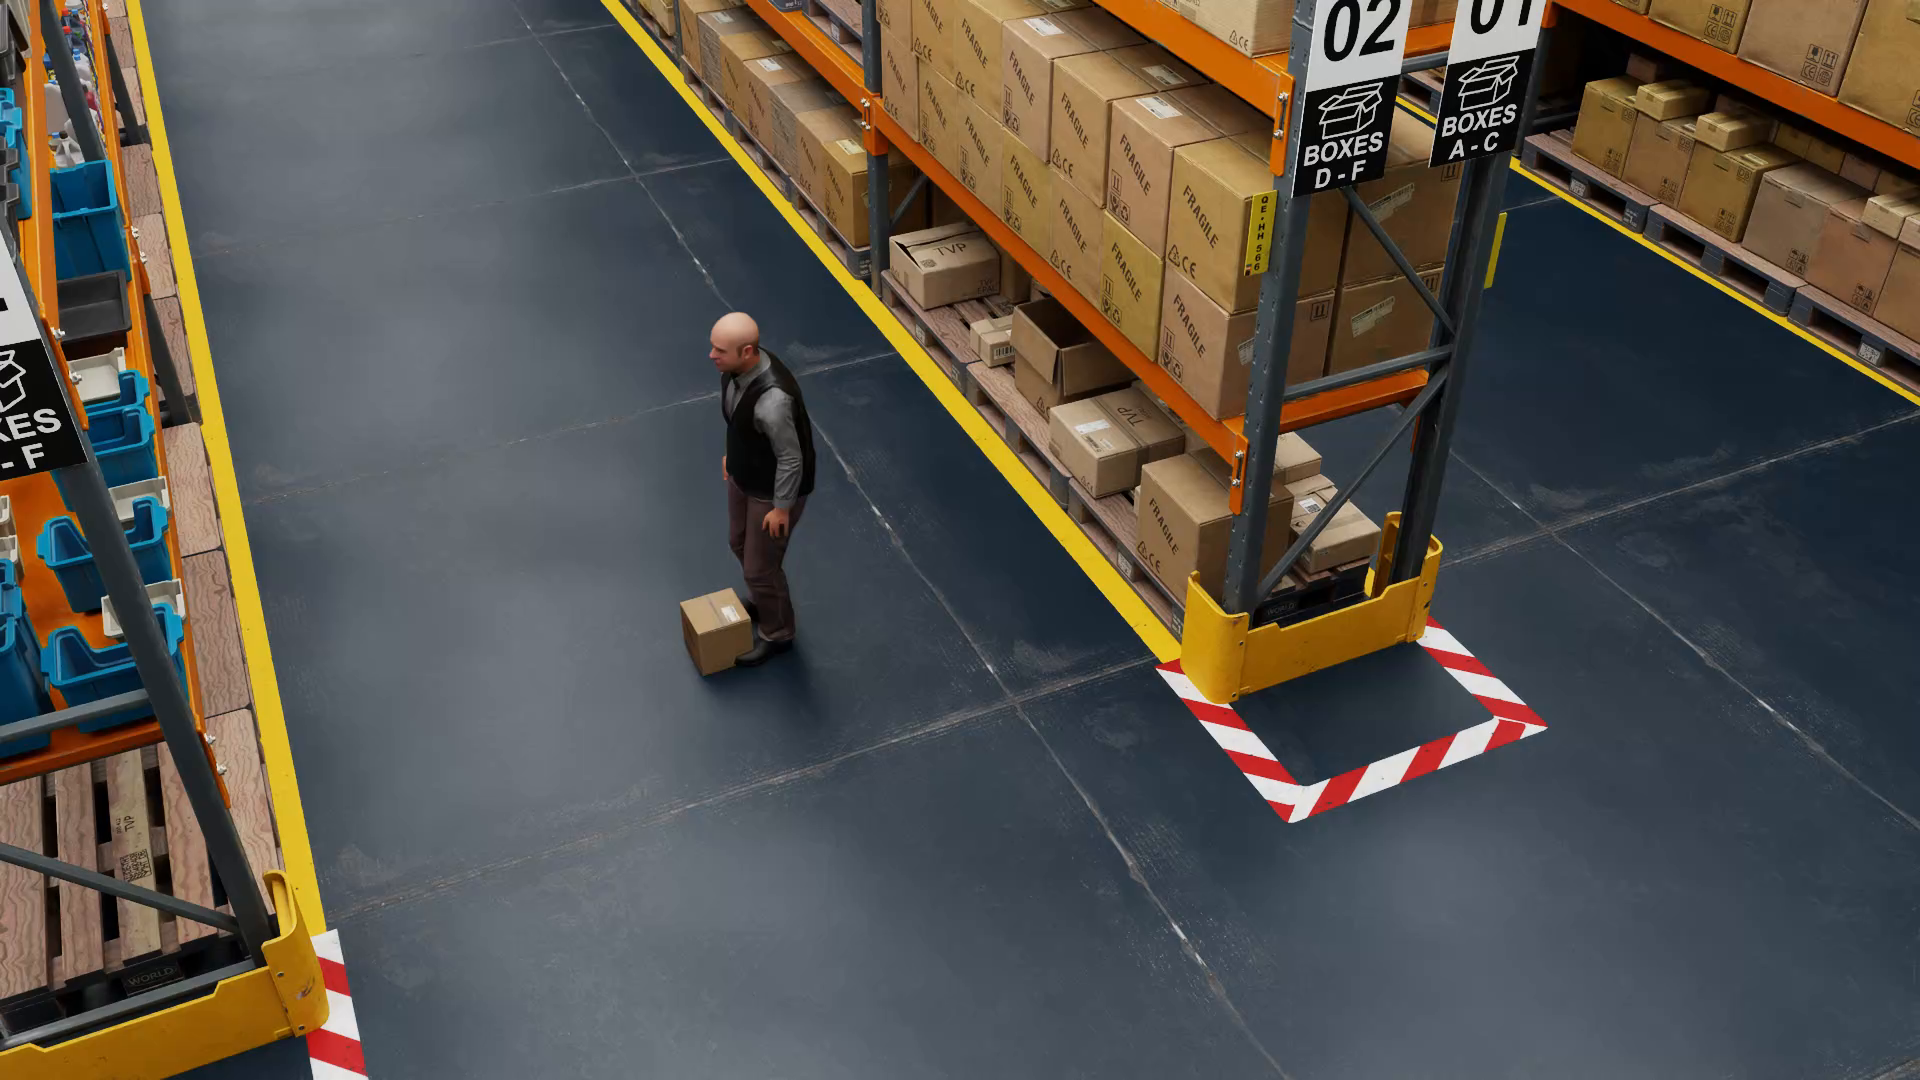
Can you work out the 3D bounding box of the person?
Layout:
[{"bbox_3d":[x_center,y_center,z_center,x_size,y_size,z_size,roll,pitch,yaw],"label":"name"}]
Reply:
[{"bbox_3d":[-0.869,-0.238,7.192,0.475,1.719,0.585,-18,41,-22],"label":"person"}]
